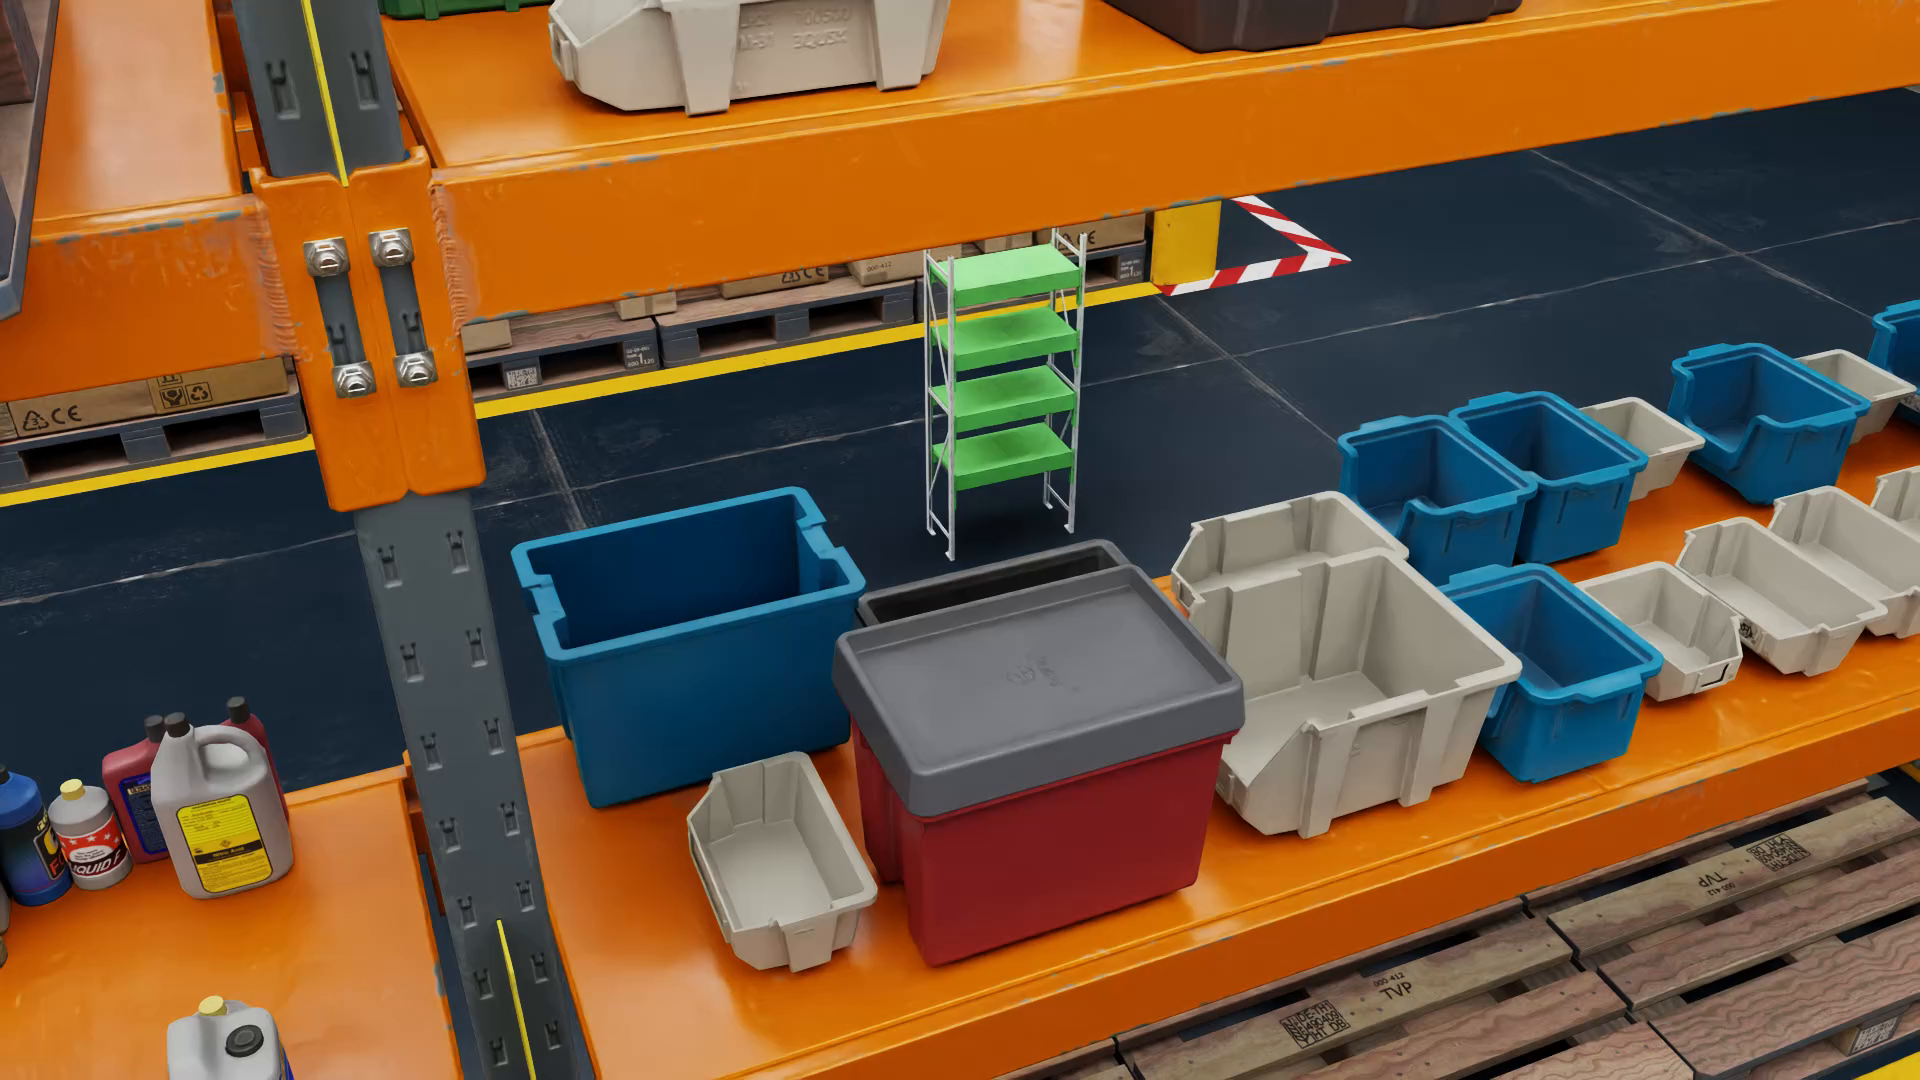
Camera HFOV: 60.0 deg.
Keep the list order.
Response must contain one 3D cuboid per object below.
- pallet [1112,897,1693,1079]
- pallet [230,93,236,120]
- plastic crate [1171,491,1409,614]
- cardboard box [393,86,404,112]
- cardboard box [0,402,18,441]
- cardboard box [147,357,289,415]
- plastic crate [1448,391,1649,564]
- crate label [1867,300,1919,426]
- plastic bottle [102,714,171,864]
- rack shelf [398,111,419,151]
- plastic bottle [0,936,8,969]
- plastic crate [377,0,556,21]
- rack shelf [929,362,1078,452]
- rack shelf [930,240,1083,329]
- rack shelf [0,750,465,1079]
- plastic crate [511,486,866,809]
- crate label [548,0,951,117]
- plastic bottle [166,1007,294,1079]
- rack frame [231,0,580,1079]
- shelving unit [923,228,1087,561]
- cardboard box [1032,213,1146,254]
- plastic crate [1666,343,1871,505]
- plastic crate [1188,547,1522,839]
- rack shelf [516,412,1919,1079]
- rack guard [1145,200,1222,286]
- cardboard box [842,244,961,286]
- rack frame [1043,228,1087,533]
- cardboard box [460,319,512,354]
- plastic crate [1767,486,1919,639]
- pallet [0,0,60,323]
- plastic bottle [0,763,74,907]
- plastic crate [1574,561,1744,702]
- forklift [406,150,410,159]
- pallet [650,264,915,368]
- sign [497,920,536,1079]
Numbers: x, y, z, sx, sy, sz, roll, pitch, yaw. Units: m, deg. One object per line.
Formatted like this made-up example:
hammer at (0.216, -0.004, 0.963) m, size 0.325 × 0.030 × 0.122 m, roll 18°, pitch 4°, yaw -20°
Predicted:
pallet at (0.991, 1.232, 4.163) m, size 1.213 × 0.211 × 1.003 m, roll -13°, pitch 35°, yaw -19°
pallet at (-3.491, -1.800, 6.442) m, size 1.213 × 0.211 × 1.003 m, roll -13°, pitch 35°, yaw -19°
plastic crate at (0.691, 0.064, 3.588) m, size 0.466 × 0.136 × 0.293 m, roll -13°, pitch 35°, yaw -19°
cardboard box at (-2.137, -2.006, 6.492) m, size 0.500 × 0.500 × 0.500 m, roll -12°, pitch 35°, yaw -18°
cardboard box at (-3.978, -0.677, 6.428) m, size 0.500 × 0.500 × 0.500 m, roll -12°, pitch 35°, yaw -18°
cardboard box at (-3.056, -0.882, 6.744) m, size 0.500 × 0.500 × 0.500 m, roll -13°, pitch 35°, yaw -19°
plastic crate at (1.321, -0.137, 3.809) m, size 0.300 × 0.233 × 0.416 m, roll -13°, pitch 35°, yaw -19°
crate label at (2.535, -0.415, 4.236) m, size 0.303 × 0.233 × 0.416 m, roll -13°, pitch 35°, yaw -19°
plastic bottle at (-1.425, 0.438, 2.934) m, size 0.133 × 0.283 × 0.061 m, roll -13°, pitch 35°, yaw -19°
rack shelf at (-0.868, -2.115, 7.409) m, size 4.000 × 0.370 × 1.077 m, roll -13°, pitch 35°, yaw -19°
plastic bottle at (-1.644, 0.623, 2.724) m, size 0.097 × 0.201 × 0.097 m, roll 0°, pitch 33°, yaw 0°
plastic crate at (-0.525, -0.912, 2.346) m, size 0.662 × 0.188 × 0.450 m, roll -13°, pitch 35°, yaw -19°
rack shelf at (0.153, -0.484, 6.011) m, size 0.480 × 0.148 × 0.258 m, roll -13°, pitch 35°, yaw -19°
rack shelf at (0.153, -0.887, 5.750) m, size 0.480 × 0.148 × 0.258 m, roll -13°, pitch 35°, yaw -19°
rack shelf at (-2.642, 1.221, 2.282) m, size 4.000 × 0.370 × 1.077 m, roll -13°, pitch 35°, yaw -19°
plastic crate at (-0.500, 0.209, 3.138) m, size 0.575 × 0.384 × 0.392 m, roll -13°, pitch 35°, yaw -19°
crate label at (-0.235, -0.607, 1.924) m, size 0.466 × 0.136 × 0.293 m, roll -13°, pitch 35°, yaw -19°
plastic bottle at (-1.037, 0.795, 2.391) m, size 0.135 × 0.276 × 0.152 m, roll -13°, pitch 35°, yaw -19°
rack frame at (-0.797, 0.499, 2.732) m, size 0.053 × 2.616 × 0.949 m, roll -13°, pitch 35°, yaw -19°
shelving unit at (0.153, -0.538, 5.976) m, size 0.503 × 1.200 × 0.258 m, roll -13°, pitch 35°, yaw -19°
cardboard box at (0.570, -1.736, 8.057) m, size 0.500 × 0.500 × 0.500 m, roll -13°, pitch 35°, yaw -19°
plastic crate at (1.928, -0.276, 4.023) m, size 0.300 × 0.233 × 0.416 m, roll -13°, pitch 35°, yaw -19°
plastic crate at (0.681, 0.292, 3.104) m, size 0.530 × 0.282 × 0.437 m, roll -13°, pitch 35°, yaw -19°
rack shelf at (1.046, 0.377, 3.580) m, size 4.000 × 0.370 × 1.077 m, roll -13°, pitch 35°, yaw -19°
rack guard at (0.906, -1.775, 8.519) m, size 0.348 × 0.500 × 1.175 m, roll -13°, pitch 35°, yaw -19°
cardboard box at (-0.318, -1.446, 7.840) m, size 0.500 × 0.250 × 0.500 m, roll -13°, pitch 35°, yaw -19°
rack frame at (0.378, -0.589, 6.056) m, size 0.015 × 1.200 × 0.240 m, roll -13°, pitch 35°, yaw -19°
cardboard box at (-2.242, -1.031, 7.146) m, size 0.500 × 0.311 × 0.500 m, roll -13°, pitch 35°, yaw -19°
plastic crate at (1.935, 0.056, 3.601) m, size 0.243 × 0.136 × 0.396 m, roll -13°, pitch 35°, yaw -19°
pallet at (-1.483, -0.466, 1.638) m, size 1.003 × 0.211 × 1.213 m, roll -13°, pitch 35°, yaw -19°
plastic bottle at (-1.614, 0.497, 2.854) m, size 0.097 × 0.271 × 0.097 m, roll 0°, pitch 33°, yaw 0°
plastic crate at (1.422, 0.199, 3.381) m, size 0.250 × 0.136 × 0.298 m, roll -13°, pitch 35°, yaw -19°
forklift at (-3.431, -3.548, 9.015) m, size 3.031 × 2.935 × 1.130 m, roll 23°, pitch 40°, yaw 31°
pallet at (-0.952, -1.229, 7.946) m, size 1.213 × 0.211 × 1.003 m, roll -13°, pitch 35°, yaw -19°
sign at (-0.587, 0.659, 2.234) m, size 0.005 × 0.325 × 0.100 m, roll -13°, pitch 35°, yaw -19°
